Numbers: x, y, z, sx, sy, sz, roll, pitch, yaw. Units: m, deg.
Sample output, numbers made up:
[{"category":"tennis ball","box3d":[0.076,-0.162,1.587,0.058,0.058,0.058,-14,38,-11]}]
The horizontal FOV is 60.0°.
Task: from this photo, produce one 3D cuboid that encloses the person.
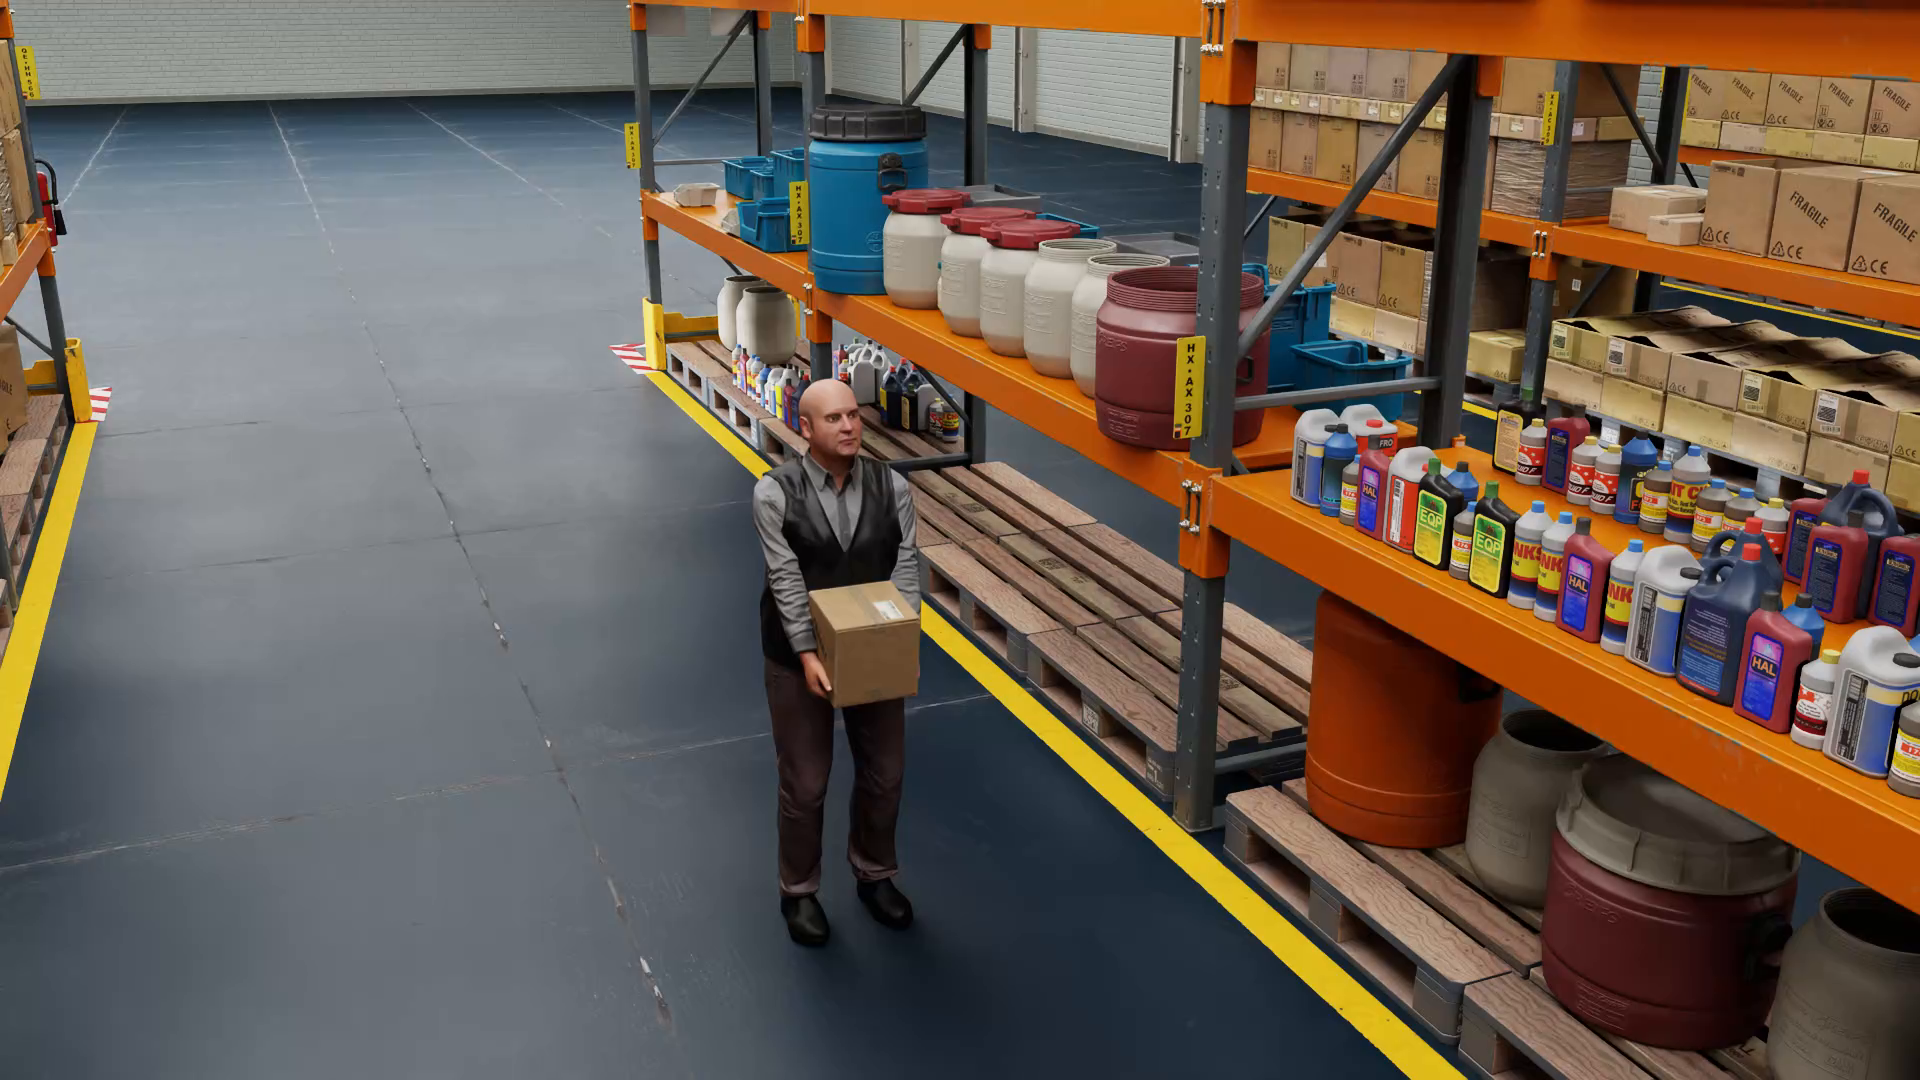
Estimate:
[{"category":"person","box3d":[-0.327,0.392,4.957,0.494,1.711,0.558,-7,20,-21]}]
